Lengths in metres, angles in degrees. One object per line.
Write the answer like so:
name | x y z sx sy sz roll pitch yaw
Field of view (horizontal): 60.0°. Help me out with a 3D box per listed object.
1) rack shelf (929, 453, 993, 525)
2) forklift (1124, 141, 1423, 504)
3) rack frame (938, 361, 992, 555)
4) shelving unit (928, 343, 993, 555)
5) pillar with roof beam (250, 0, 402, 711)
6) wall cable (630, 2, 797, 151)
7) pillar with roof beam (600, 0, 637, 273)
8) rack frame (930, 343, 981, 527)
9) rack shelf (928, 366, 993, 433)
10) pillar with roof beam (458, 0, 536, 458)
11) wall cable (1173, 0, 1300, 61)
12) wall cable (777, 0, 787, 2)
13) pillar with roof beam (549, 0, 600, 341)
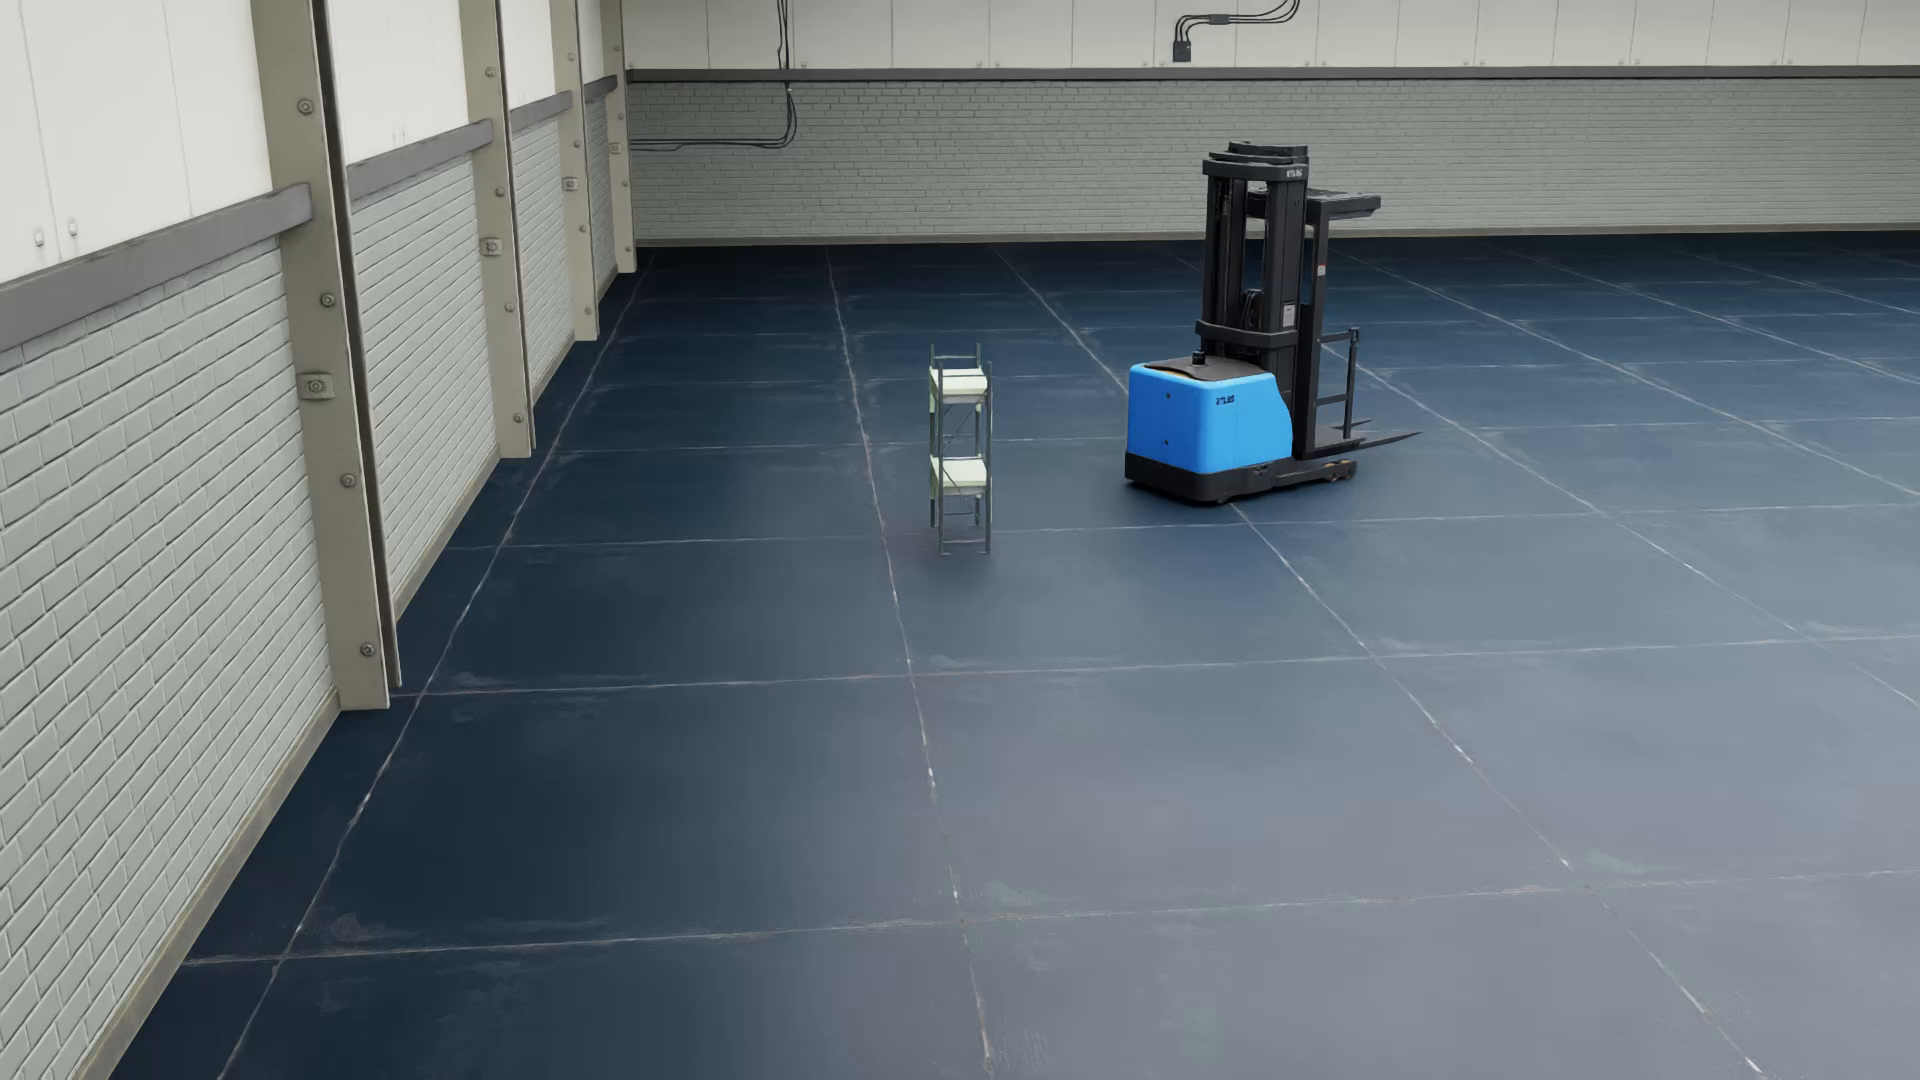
rack shelf | -0.001 -0.407 13.056 0.431 0.370 0.720 -2 18 -6
forklift | 2.950 -2.032 14.757 3.031 2.935 1.130 -12 21 -34
rack frame | 0.037 -0.609 12.611 0.400 1.500 0.023 -2 18 -6
shelving unit | -0.001 -0.718 12.959 0.431 1.500 0.755 -2 18 -6
pillar with roof beam | 0.681 -3.470 9.208 9.100 9.000 0.400 -2 18 -6
wall cable | -4.446 -8.137 29.257 3.097 2.526 0.112 -2 18 -6
pillar with roof beam | -1.175 -8.833 26.290 9.100 9.000 0.400 -2 18 -6
rack frame | -0.038 -0.827 13.306 0.400 1.500 0.023 -2 18 -6
rack shelf | -0.001 -1.090 12.842 0.431 0.370 0.720 -2 18 -6
pillar with roof beam | 0.062 -5.258 14.902 9.100 9.000 0.400 -2 18 -6
wall cable | 4.998 -11.530 29.202 2.305 6.003 0.169 -2 18 -6
wall cable | -1.755 -10.631 28.767 3.097 2.526 0.112 -2 18 -6
pillar with roof beam | -0.557 -7.046 20.596 9.100 9.000 0.400 -2 18 -6
